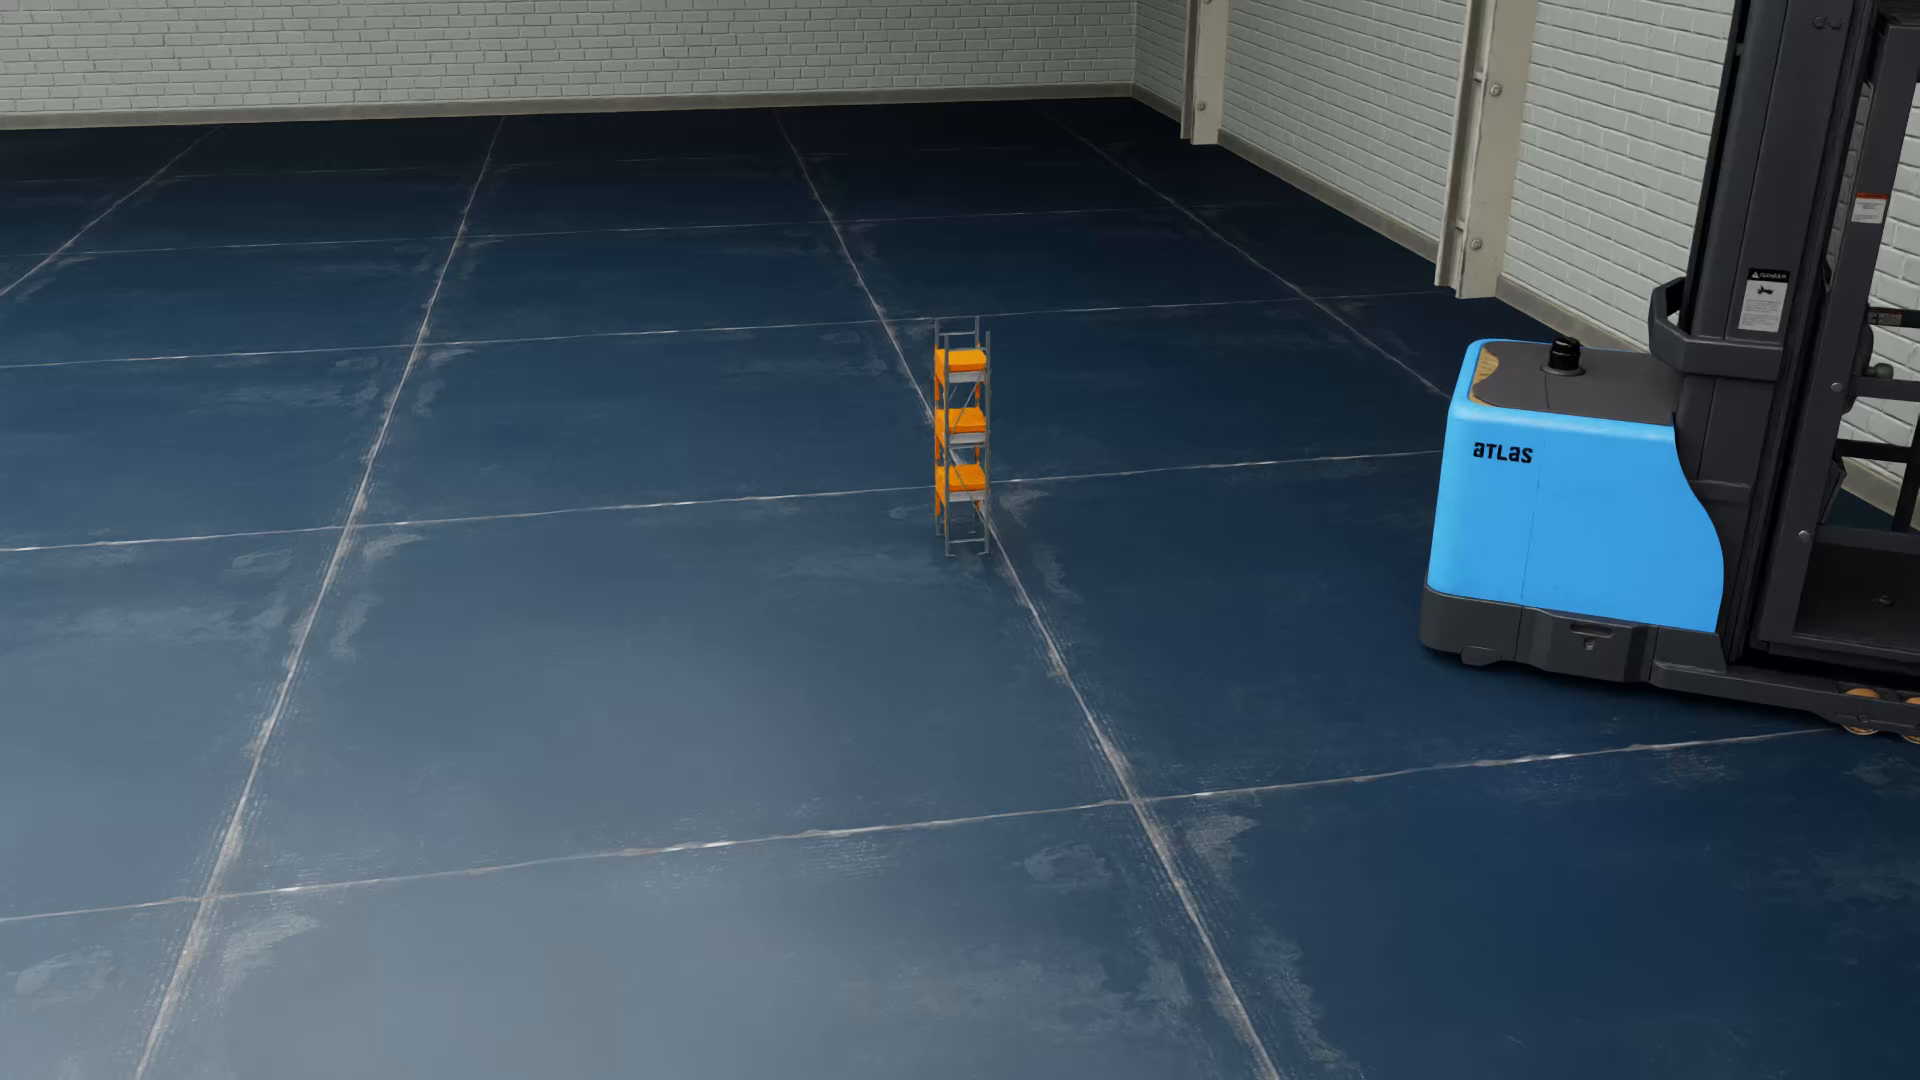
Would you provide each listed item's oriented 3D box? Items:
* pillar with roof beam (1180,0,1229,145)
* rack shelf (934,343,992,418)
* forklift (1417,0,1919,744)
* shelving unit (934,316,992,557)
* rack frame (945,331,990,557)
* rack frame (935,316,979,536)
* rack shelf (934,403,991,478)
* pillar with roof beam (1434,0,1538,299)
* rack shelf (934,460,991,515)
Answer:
[{"bbox_3d":[-1.744,-7.939,14.685,9.100,9.000,0.400,-4,24,-10],"label":"pillar with roof beam"},{"bbox_3d":[0.010,-0.710,7.382,0.215,0.259,0.240,-4,24,-10],"label":"rack shelf"},{"bbox_3d":[3.407,-0.841,6.013,3.031,2.935,1.130,8,25,18],"label":"forklift"},{"bbox_3d":[0.010,-0.460,7.492,0.215,1.050,0.252,-4,24,-10],"label":"shelving unit"},{"bbox_3d":[0.032,-0.412,7.382,0.200,1.050,0.008,-4,24,-10],"label":"rack frame"},{"bbox_3d":[-0.013,-0.508,7.602,0.200,1.050,0.008,-4,24,-10],"label":"rack frame"},{"bbox_3d":[0.010,-0.450,7.496,0.215,0.259,0.240,-4,24,-10],"label":"rack shelf"},{"bbox_3d":[-0.635,-5.579,9.281,9.100,9.000,0.400,-4,24,-10],"label":"pillar with roof beam"},{"bbox_3d":[0.010,-0.196,7.607,0.215,0.259,0.240,-4,24,-10],"label":"rack shelf"}]
